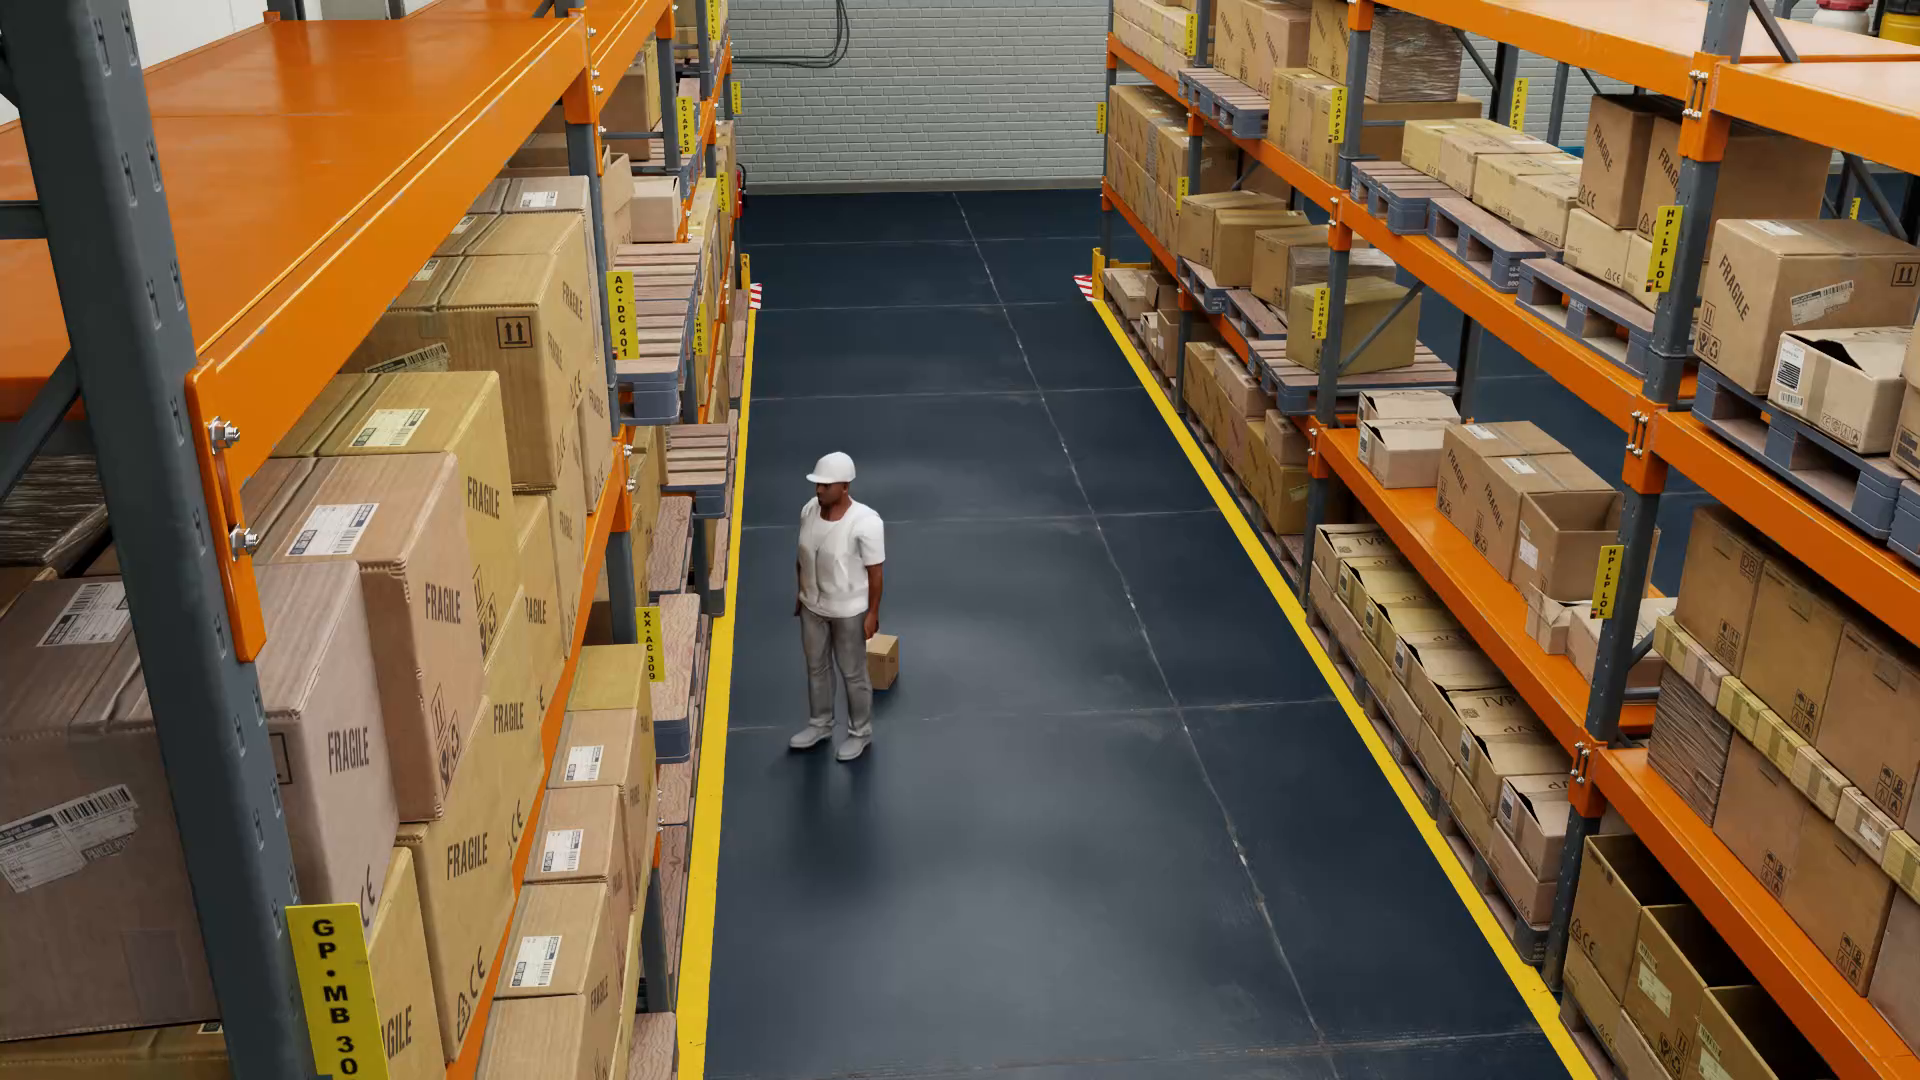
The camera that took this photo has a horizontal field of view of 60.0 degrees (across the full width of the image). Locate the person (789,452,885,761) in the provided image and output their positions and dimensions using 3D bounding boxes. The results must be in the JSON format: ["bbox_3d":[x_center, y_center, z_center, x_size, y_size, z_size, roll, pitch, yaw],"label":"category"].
[{"bbox_3d":[-0.711,0.370,9.221,0.565,1.772,0.424,15,28,31],"label":"person"}]
